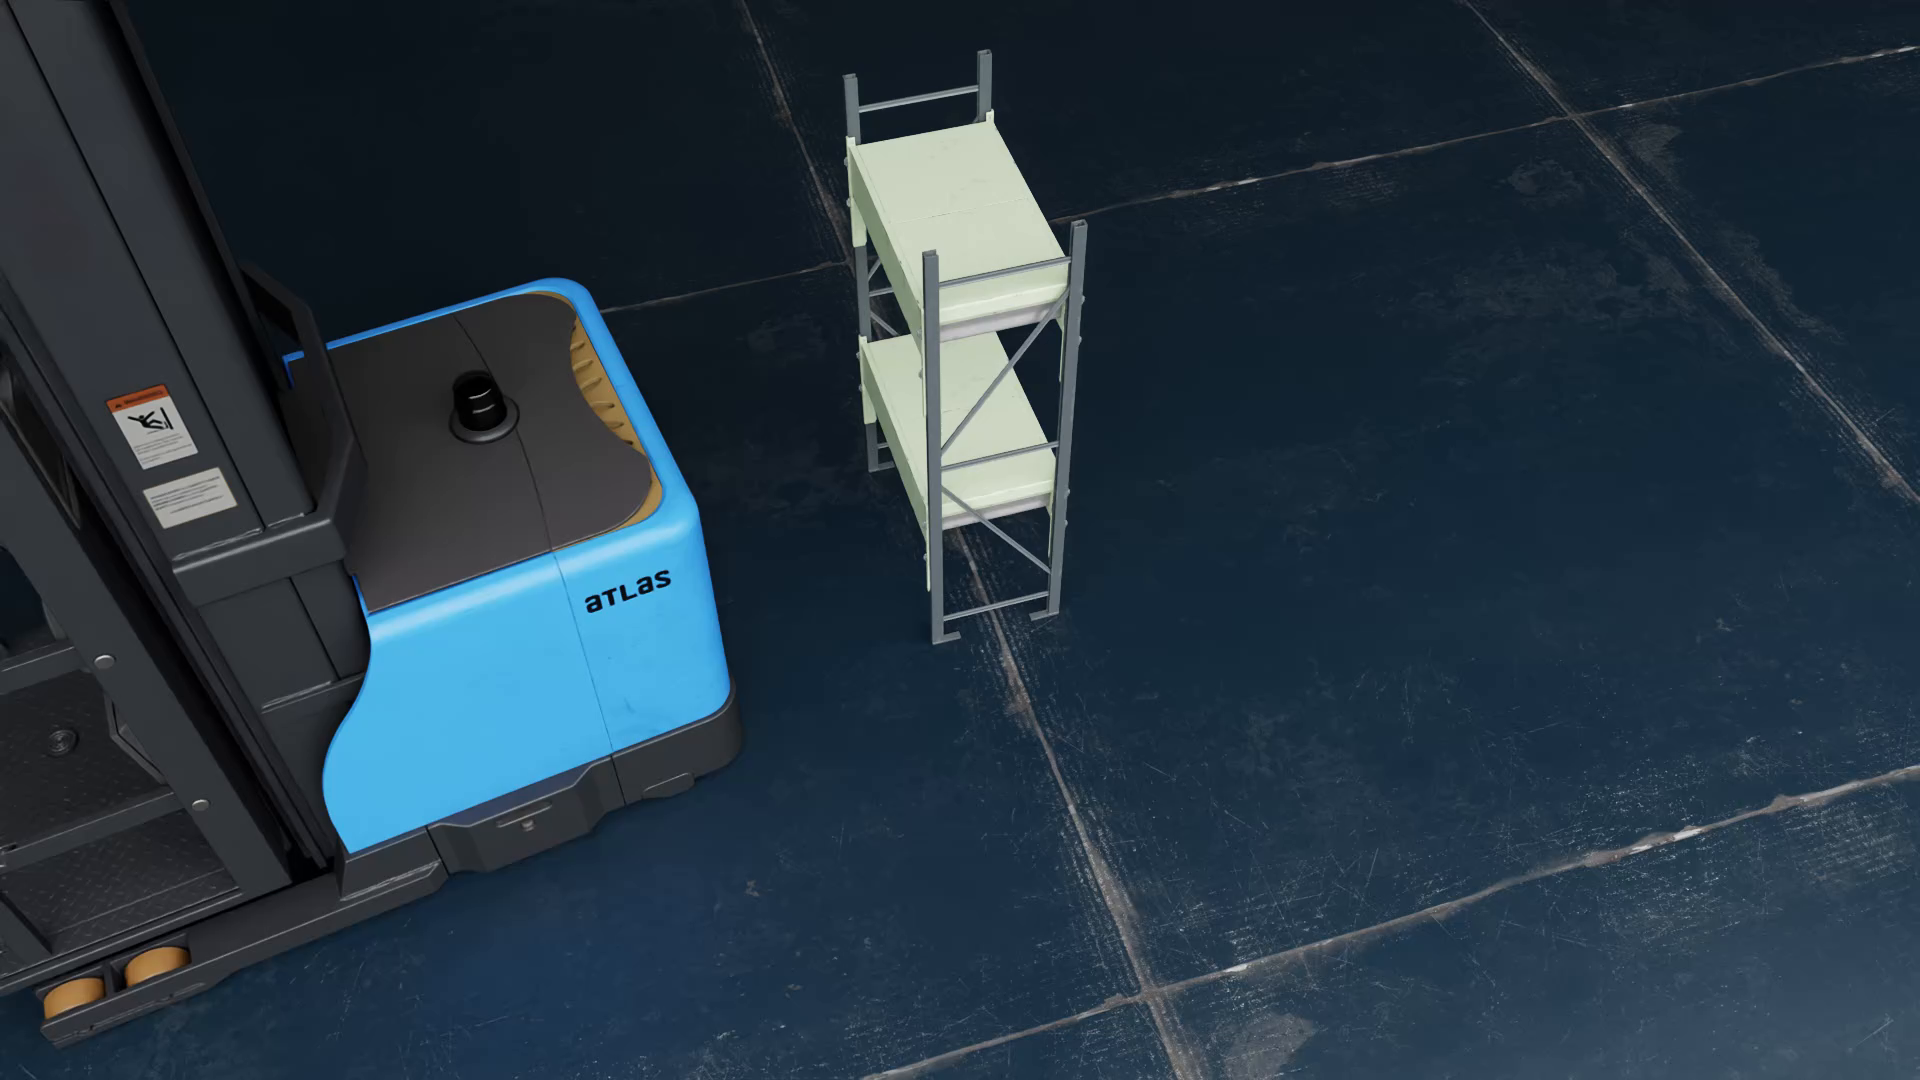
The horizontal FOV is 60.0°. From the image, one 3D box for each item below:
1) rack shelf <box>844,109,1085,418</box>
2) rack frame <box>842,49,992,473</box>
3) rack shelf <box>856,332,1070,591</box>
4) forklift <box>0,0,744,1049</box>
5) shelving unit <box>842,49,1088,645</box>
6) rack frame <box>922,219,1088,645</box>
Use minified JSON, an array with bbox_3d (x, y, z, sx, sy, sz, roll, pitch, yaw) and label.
[{"bbox_3d":[-0.002,-0.740,4.382,0.431,0.370,0.720,-13,51,-11],"label":"rack shelf"},{"bbox_3d":[-0.110,-0.756,4.906,0.400,1.500,0.023,-13,51,-11],"label":"rack frame"},{"bbox_3d":[-0.002,-0.278,4.930,0.431,0.370,0.720,-13,51,-11],"label":"rack shelf"},{"bbox_3d":[-2.164,-0.156,3.465,3.031,2.935,1.130,-20,53,-16],"label":"forklift"},{"bbox_3d":[-0.002,-0.488,4.681,0.431,1.500,0.755,-13,51,-11],"label":"shelving unit"},{"bbox_3d":[0.106,-0.221,4.455,0.400,1.500,0.023,-13,51,-11],"label":"rack frame"}]
